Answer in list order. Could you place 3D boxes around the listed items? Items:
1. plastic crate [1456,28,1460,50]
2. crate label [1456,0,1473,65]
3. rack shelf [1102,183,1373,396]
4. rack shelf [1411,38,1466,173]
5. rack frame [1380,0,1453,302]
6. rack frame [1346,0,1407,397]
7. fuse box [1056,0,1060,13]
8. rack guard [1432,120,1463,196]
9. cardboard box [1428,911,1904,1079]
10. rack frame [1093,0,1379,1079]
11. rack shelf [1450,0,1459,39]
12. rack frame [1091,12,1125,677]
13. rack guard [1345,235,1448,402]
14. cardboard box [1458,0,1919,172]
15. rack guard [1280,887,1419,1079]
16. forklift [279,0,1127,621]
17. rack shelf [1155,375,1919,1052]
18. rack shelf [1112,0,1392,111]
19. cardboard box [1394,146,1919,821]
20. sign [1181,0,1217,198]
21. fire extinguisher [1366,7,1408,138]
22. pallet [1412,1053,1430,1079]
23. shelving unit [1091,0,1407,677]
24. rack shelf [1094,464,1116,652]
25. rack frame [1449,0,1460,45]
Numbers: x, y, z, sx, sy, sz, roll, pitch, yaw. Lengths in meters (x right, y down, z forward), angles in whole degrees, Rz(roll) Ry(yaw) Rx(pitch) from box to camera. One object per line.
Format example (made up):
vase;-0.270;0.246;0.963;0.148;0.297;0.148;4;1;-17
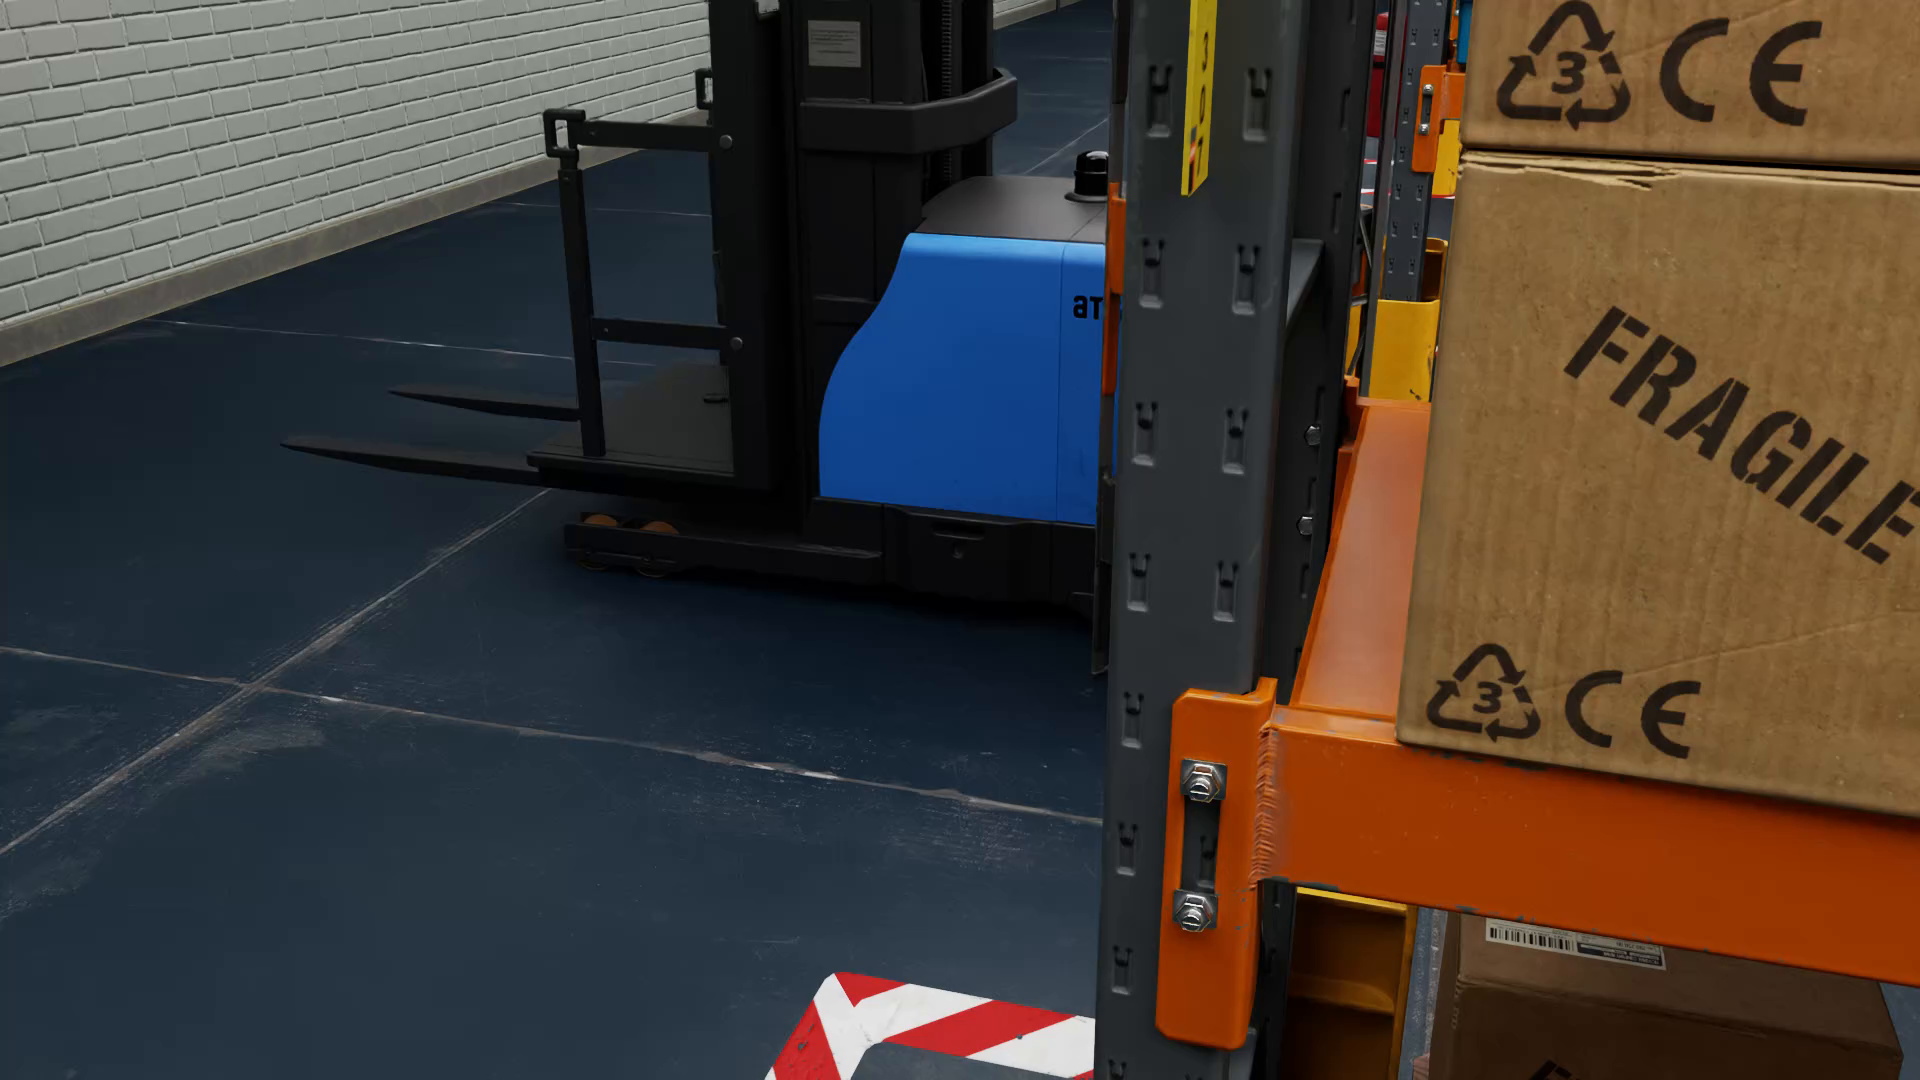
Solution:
plastic crate;2.143;-2.089;6.284;0.499;0.435;0.616;7;23;16
crate label;1.910;-1.817;5.889;0.303;0.233;0.416;7;23;16
rack shelf;0.660;-0.574;3.940;0.431;0.518;0.480;-17;28;-36
rack shelf;3.684;-1.462;5.829;4.000;0.370;1.077;7;23;16
rack frame;1.769;-2.014;6.227;0.127;3.000;1.000;7;23;16
rack frame;0.814;-0.515;3.759;0.400;2.100;0.015;-17;28;-36
fuse box;1.404;-8.175;22.944;0.414;1.711;0.539;7;23;16
rack guard;3.177;-2.659;11.095;0.348;0.500;1.175;7;23;16
cardboard box;0.926;0.709;2.304;0.500;0.500;0.500;7;23;16
rack frame;0.334;-0.213;1.837;0.053;2.616;0.949;7;23;16
rack shelf;5.114;-3.261;10.216;4.000;0.370;1.077;7;23;16
rack frame;0.506;-0.659;4.110;0.400;2.100;0.015;-17;28;-36
rack guard;1.742;-0.855;6.696;0.348;0.500;1.175;7;23;16
cardboard box;0.683;-0.579;1.279;0.500;0.500;0.500;7;23;17
rack guard;0.407;0.950;2.294;0.348;0.500;1.175;7;23;16
forklift;-0.691;-1.426;4.885;3.031;2.935;1.130;6;23;15
rack shelf;2.249;0.338;1.442;4.000;0.370;1.077;7;23;16
rack shelf;0.660;-1.222;3.674;0.431;0.518;0.480;-17;28;-36
cardboard box;0.683;-0.116;1.469;0.500;0.500;0.500;7;23;17
sign;0.178;-0.418;1.195;0.005;0.325;0.100;7;23;16
fire extinguisher;1.756;-1.987;6.755;0.183;0.674;0.296;7;23;16
pallet;1.171;1.171;2.137;1.213;0.211;1.003;7;23;16
shelving unit;0.660;-0.587;3.934;0.431;2.100;0.503;-17;28;-36
rack shelf;0.660;0.073;4.205;0.431;0.518;0.480;-17;28;-36
rack frame;3.200;-3.813;10.614;0.127;3.000;1.000;7;23;16
